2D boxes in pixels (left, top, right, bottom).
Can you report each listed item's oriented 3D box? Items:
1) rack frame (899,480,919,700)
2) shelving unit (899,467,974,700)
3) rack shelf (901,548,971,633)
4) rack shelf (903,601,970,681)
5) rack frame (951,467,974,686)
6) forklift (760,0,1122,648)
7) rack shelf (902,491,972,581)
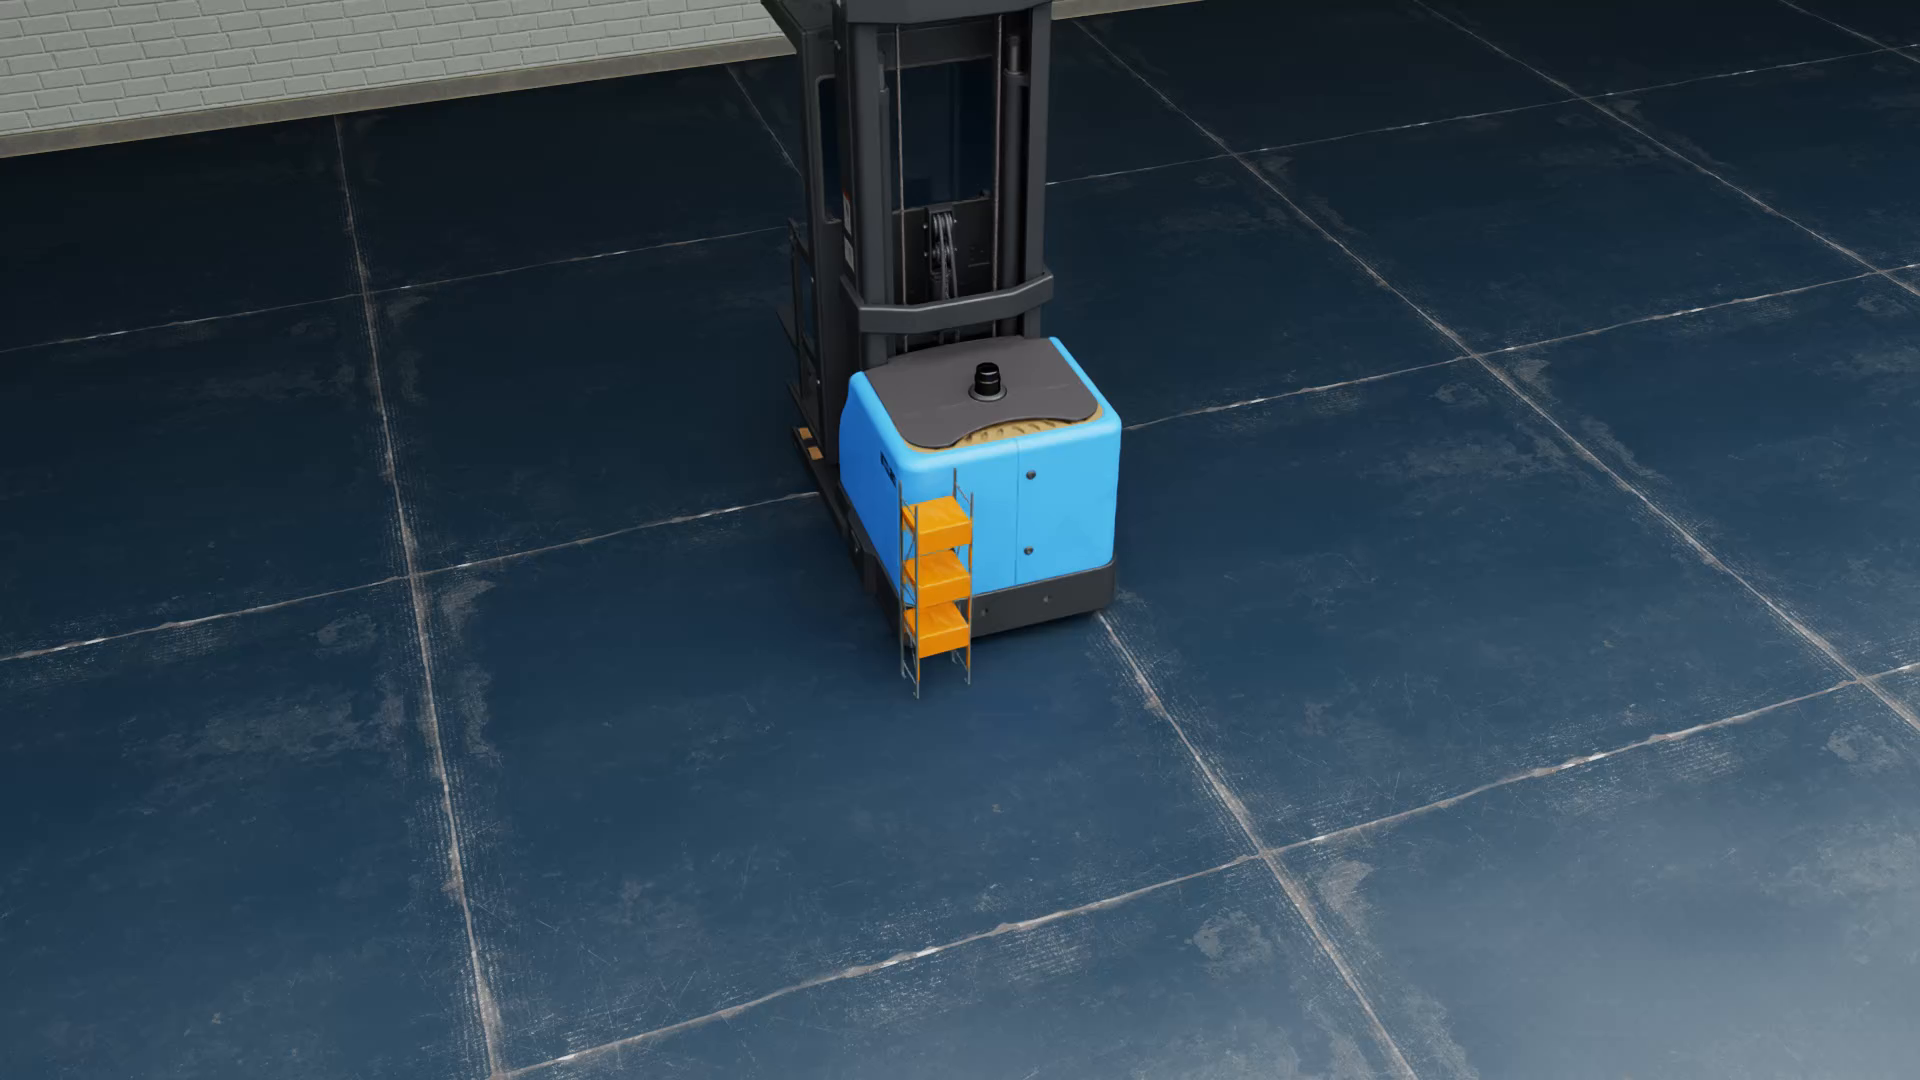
[{"bbox_3d":[-0.217,0.228,7.069,0.008,1.050,0.200,-14,40,-18],"label":"rack frame"},{"bbox_3d":[-0.104,0.200,7.108,0.252,1.050,0.215,-14,40,-18],"label":"shelving unit"},{"bbox_3d":[-0.105,0.209,7.114,0.240,0.259,0.215,-14,40,-18],"label":"rack shelf"},{"bbox_3d":[-0.108,0.430,7.283,0.240,0.259,0.215,-14,40,-18],"label":"rack shelf"},{"bbox_3d":[0.008,0.173,7.146,0.008,1.050,0.200,-14,40,-18],"label":"rack frame"},{"bbox_3d":[-0.251,-1.570,7.898,1.130,2.935,3.031,-12,39,-15],"label":"forklift"},{"bbox_3d":[-0.101,-0.017,6.942,0.240,0.259,0.215,-14,40,-18],"label":"rack shelf"}]
